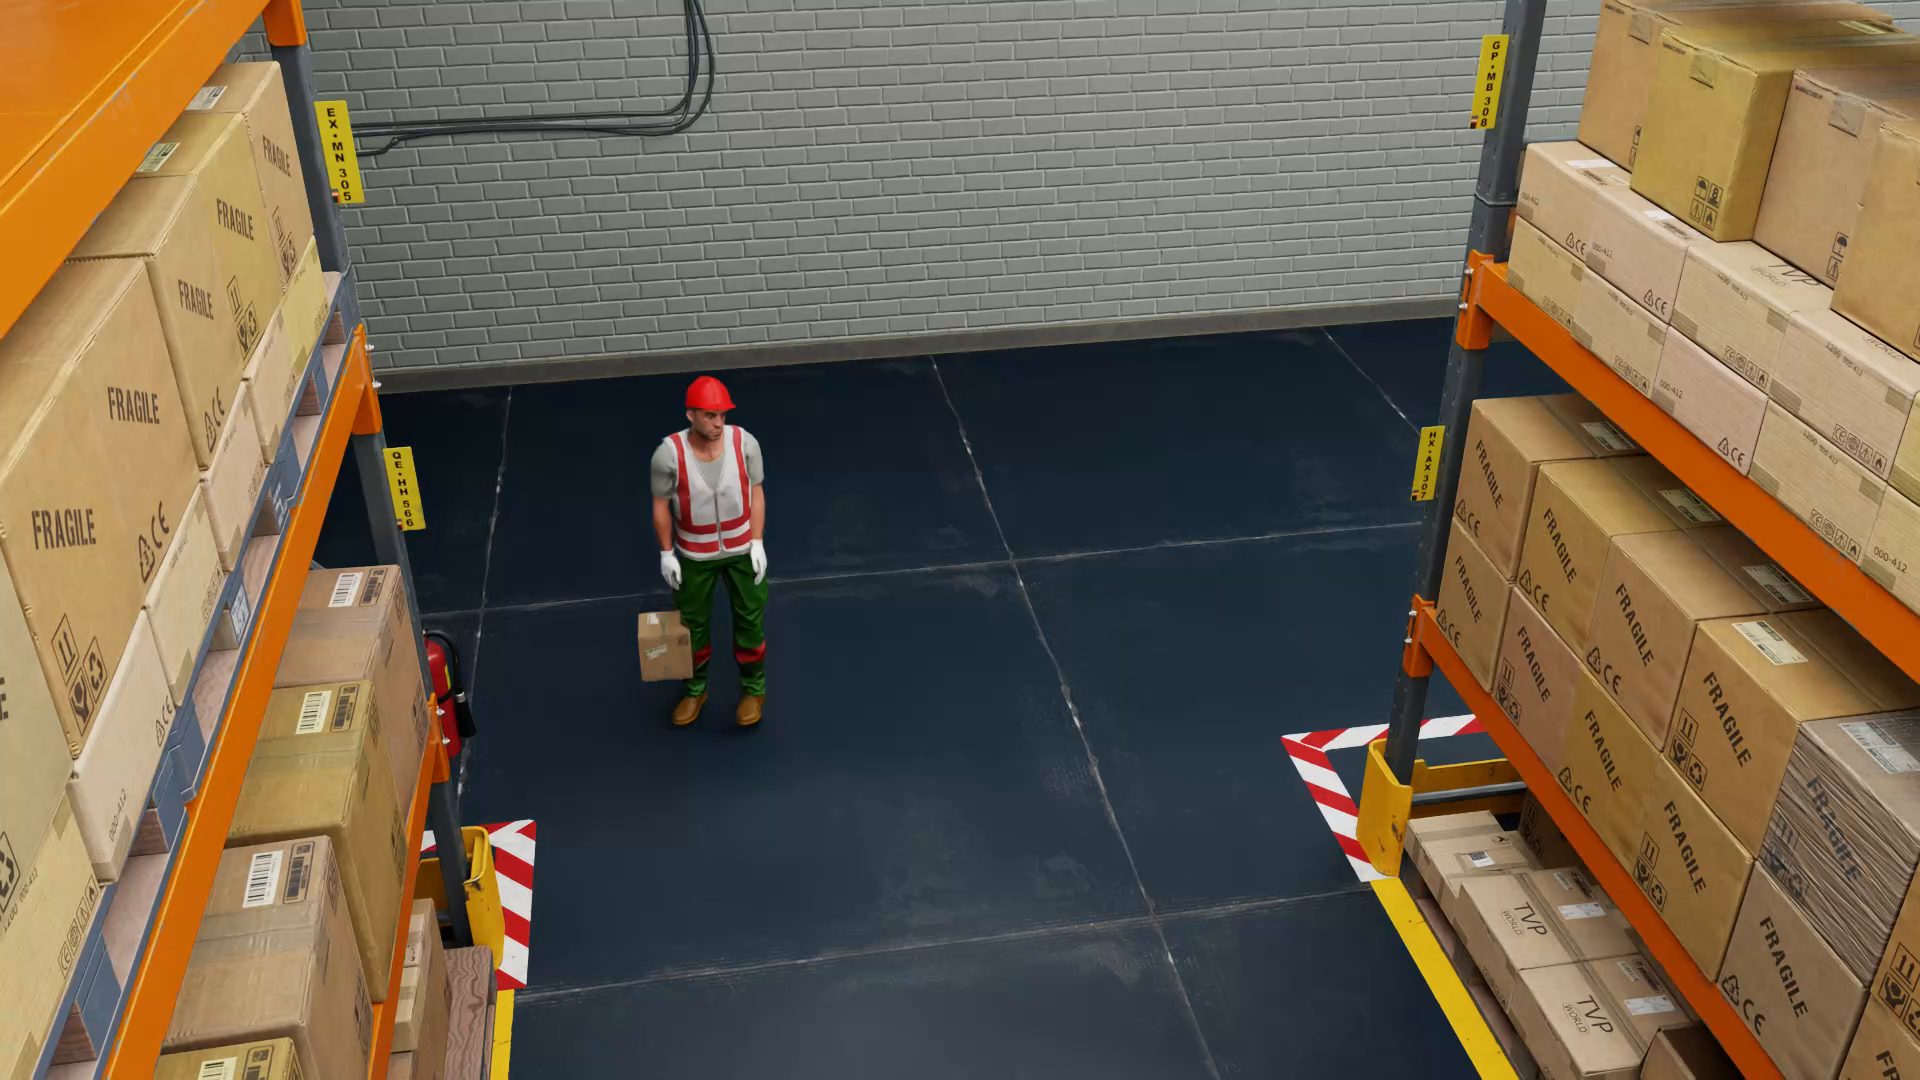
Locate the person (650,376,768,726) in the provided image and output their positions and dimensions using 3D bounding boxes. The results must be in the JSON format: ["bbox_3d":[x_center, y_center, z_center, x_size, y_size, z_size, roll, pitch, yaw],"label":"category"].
[{"bbox_3d":[-1.180,0.078,7.929,0.562,1.798,0.475,-8,31,-14],"label":"person"}]
